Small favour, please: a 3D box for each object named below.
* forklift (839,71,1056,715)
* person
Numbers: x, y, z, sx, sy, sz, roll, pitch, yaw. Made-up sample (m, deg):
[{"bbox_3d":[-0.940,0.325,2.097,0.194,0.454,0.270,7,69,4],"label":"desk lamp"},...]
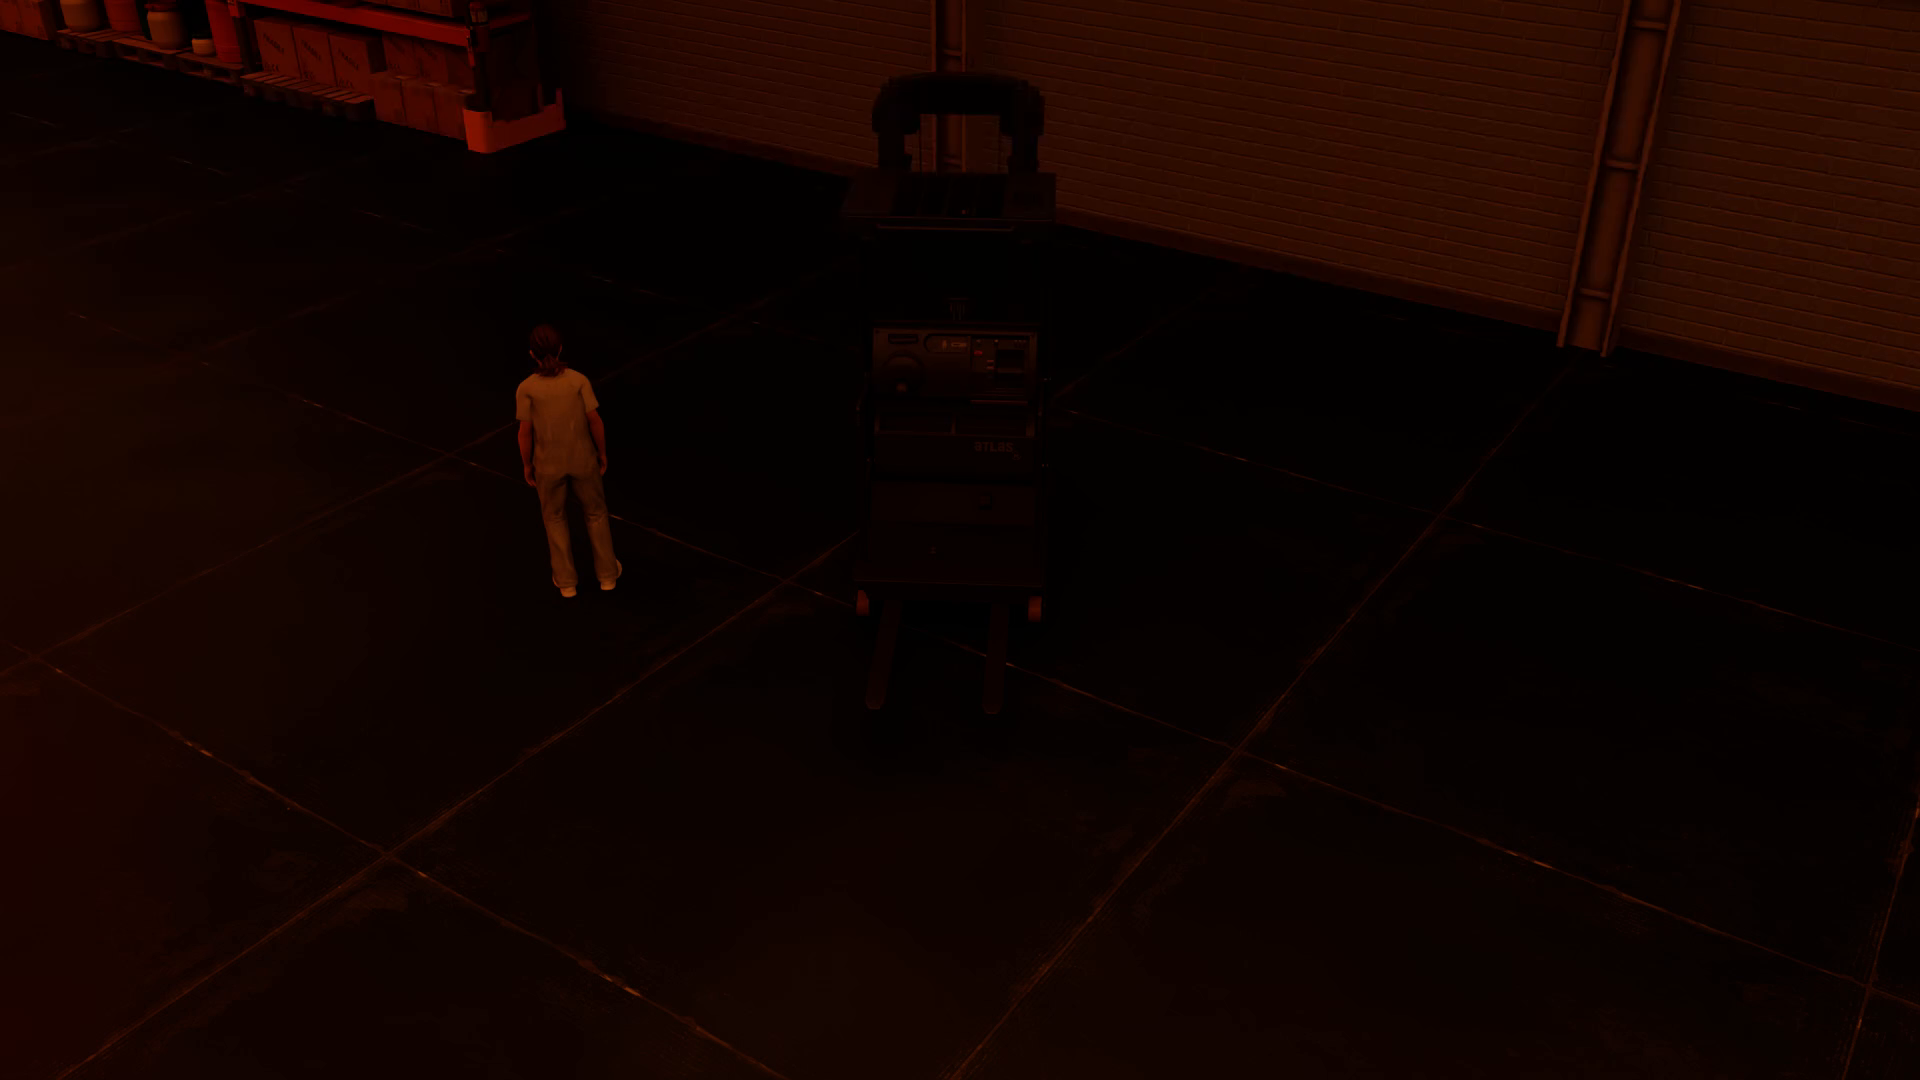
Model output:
[{"bbox_3d":[-0.042,-0.954,9.224,1.130,2.935,3.031,2,30,3],"label":"forklift"},{"bbox_3d":[-2.274,-0.447,9.606,0.503,1.671,0.359,-9,31,-15],"label":"person"}]
